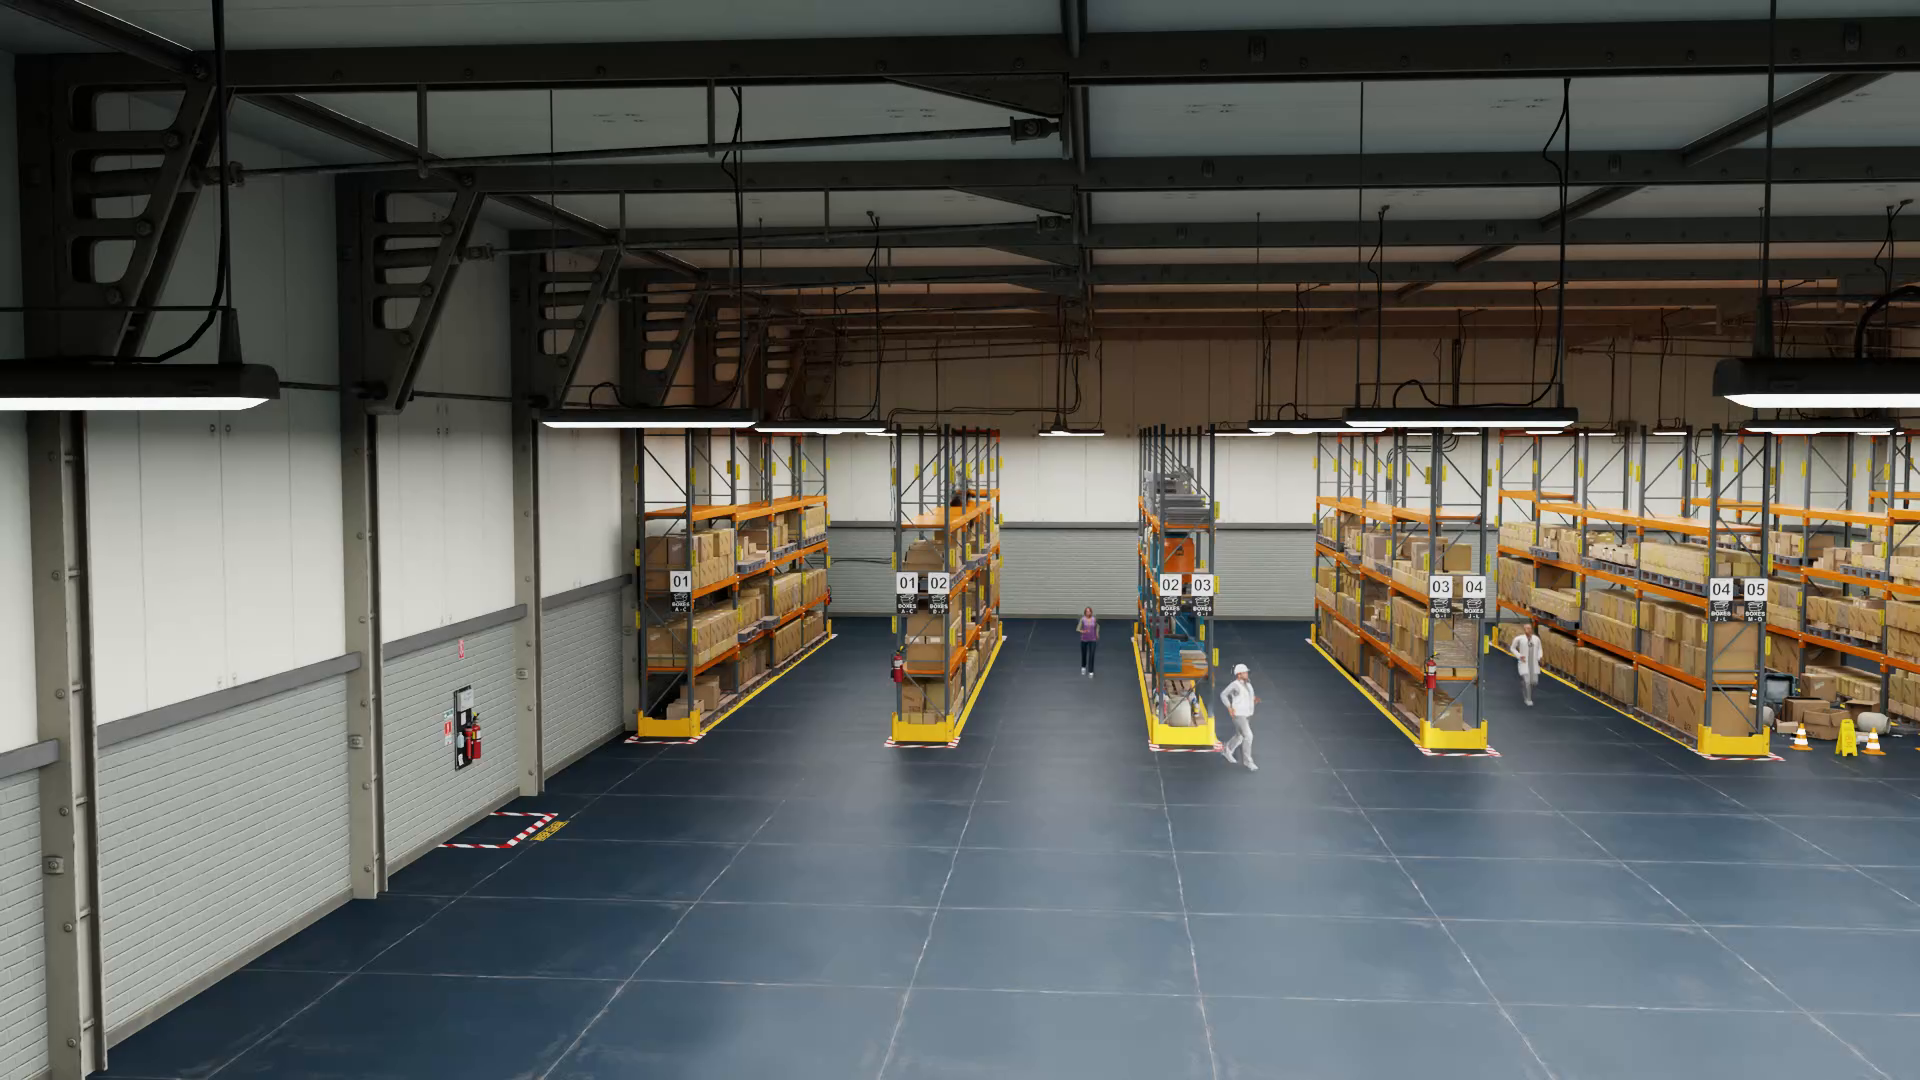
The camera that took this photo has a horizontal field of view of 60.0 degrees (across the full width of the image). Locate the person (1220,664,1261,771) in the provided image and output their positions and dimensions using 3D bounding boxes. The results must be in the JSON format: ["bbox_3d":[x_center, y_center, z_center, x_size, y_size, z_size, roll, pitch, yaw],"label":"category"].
[{"bbox_3d":[4.890,3.064,28.963,0.811,1.811,0.641,3,5,40],"label":"person"}]

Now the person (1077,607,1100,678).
[{"bbox_3d":[2.943,2.322,38.016,0.551,1.586,0.730,0,3,-4],"label":"person"}]

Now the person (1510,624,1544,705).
[{"bbox_3d":[12.258,2.676,35.975,0.712,1.739,0.652,0,3,-2],"label":"person"}]
